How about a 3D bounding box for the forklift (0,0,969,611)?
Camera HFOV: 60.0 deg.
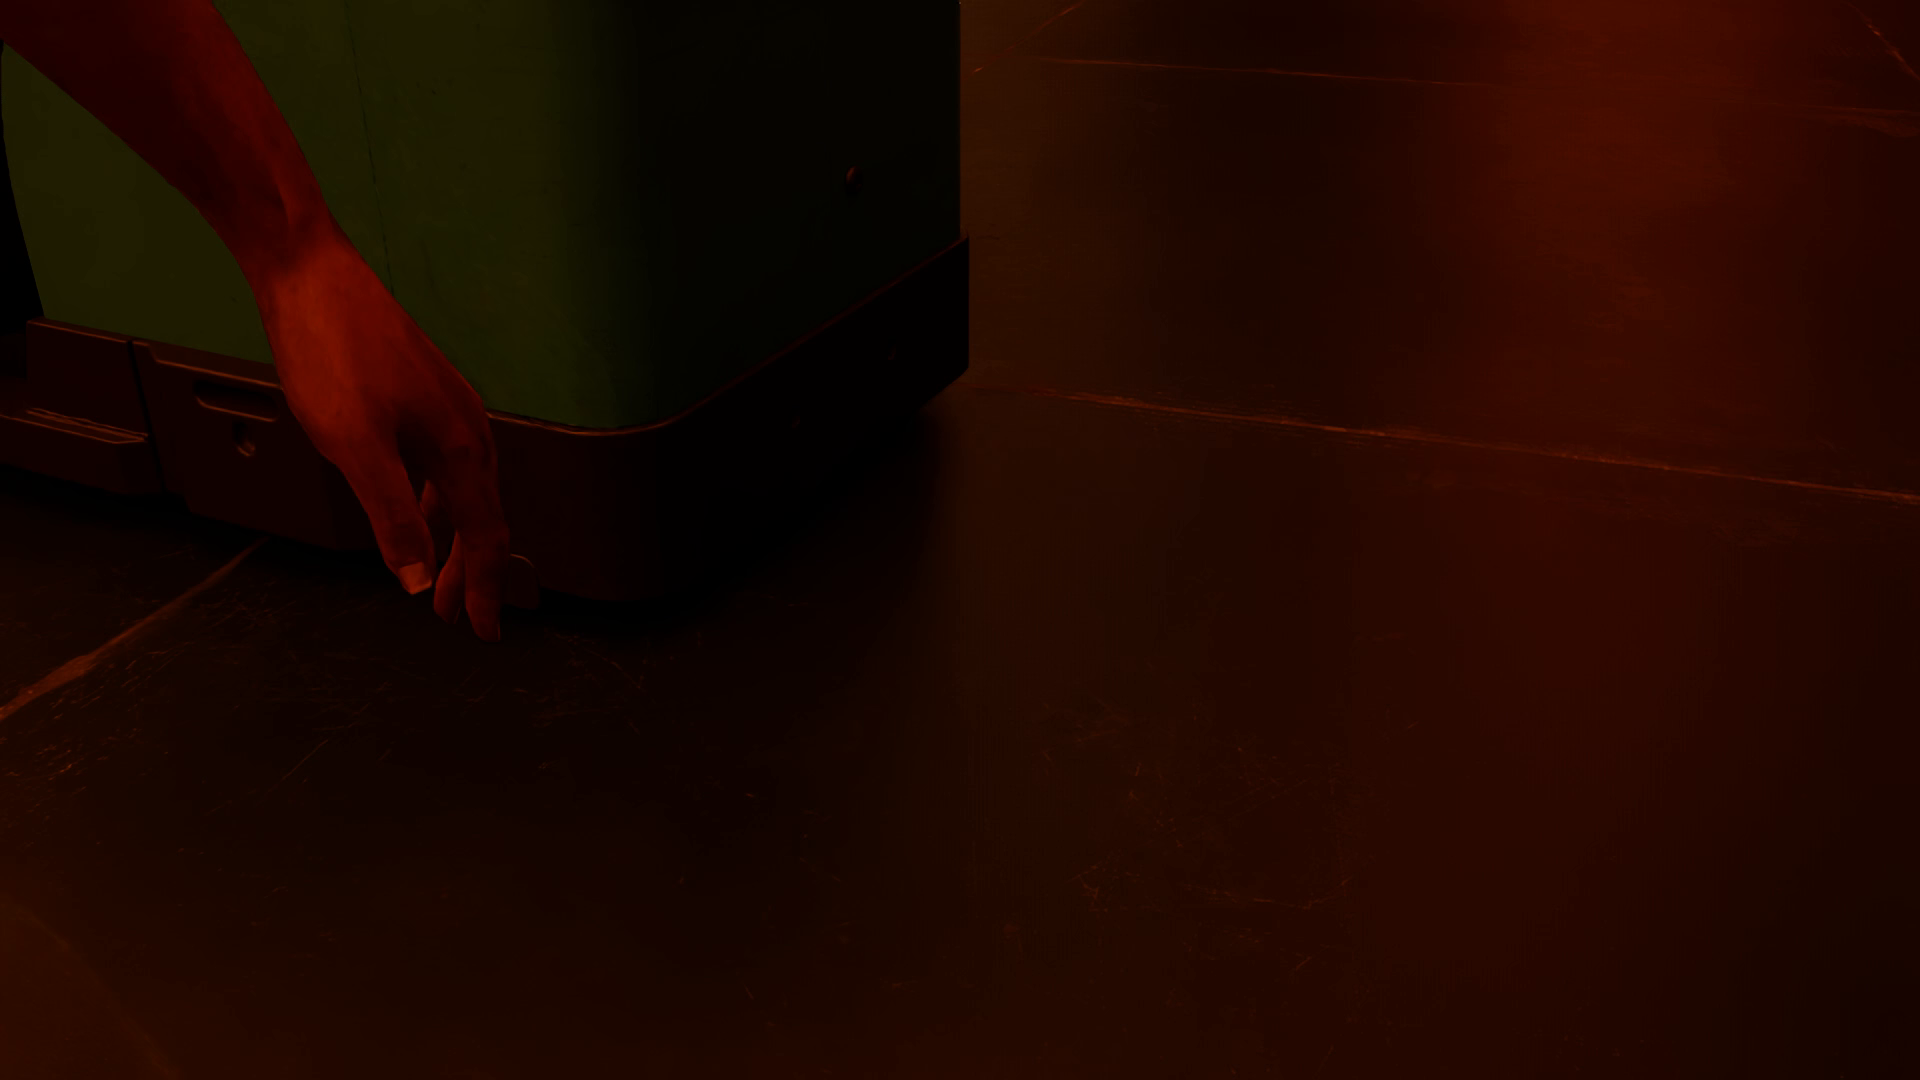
[{"bbox_3d":[-1.543,-1.653,2.514,3.031,2.935,1.130,12,29,22],"label":"forklift"}]
